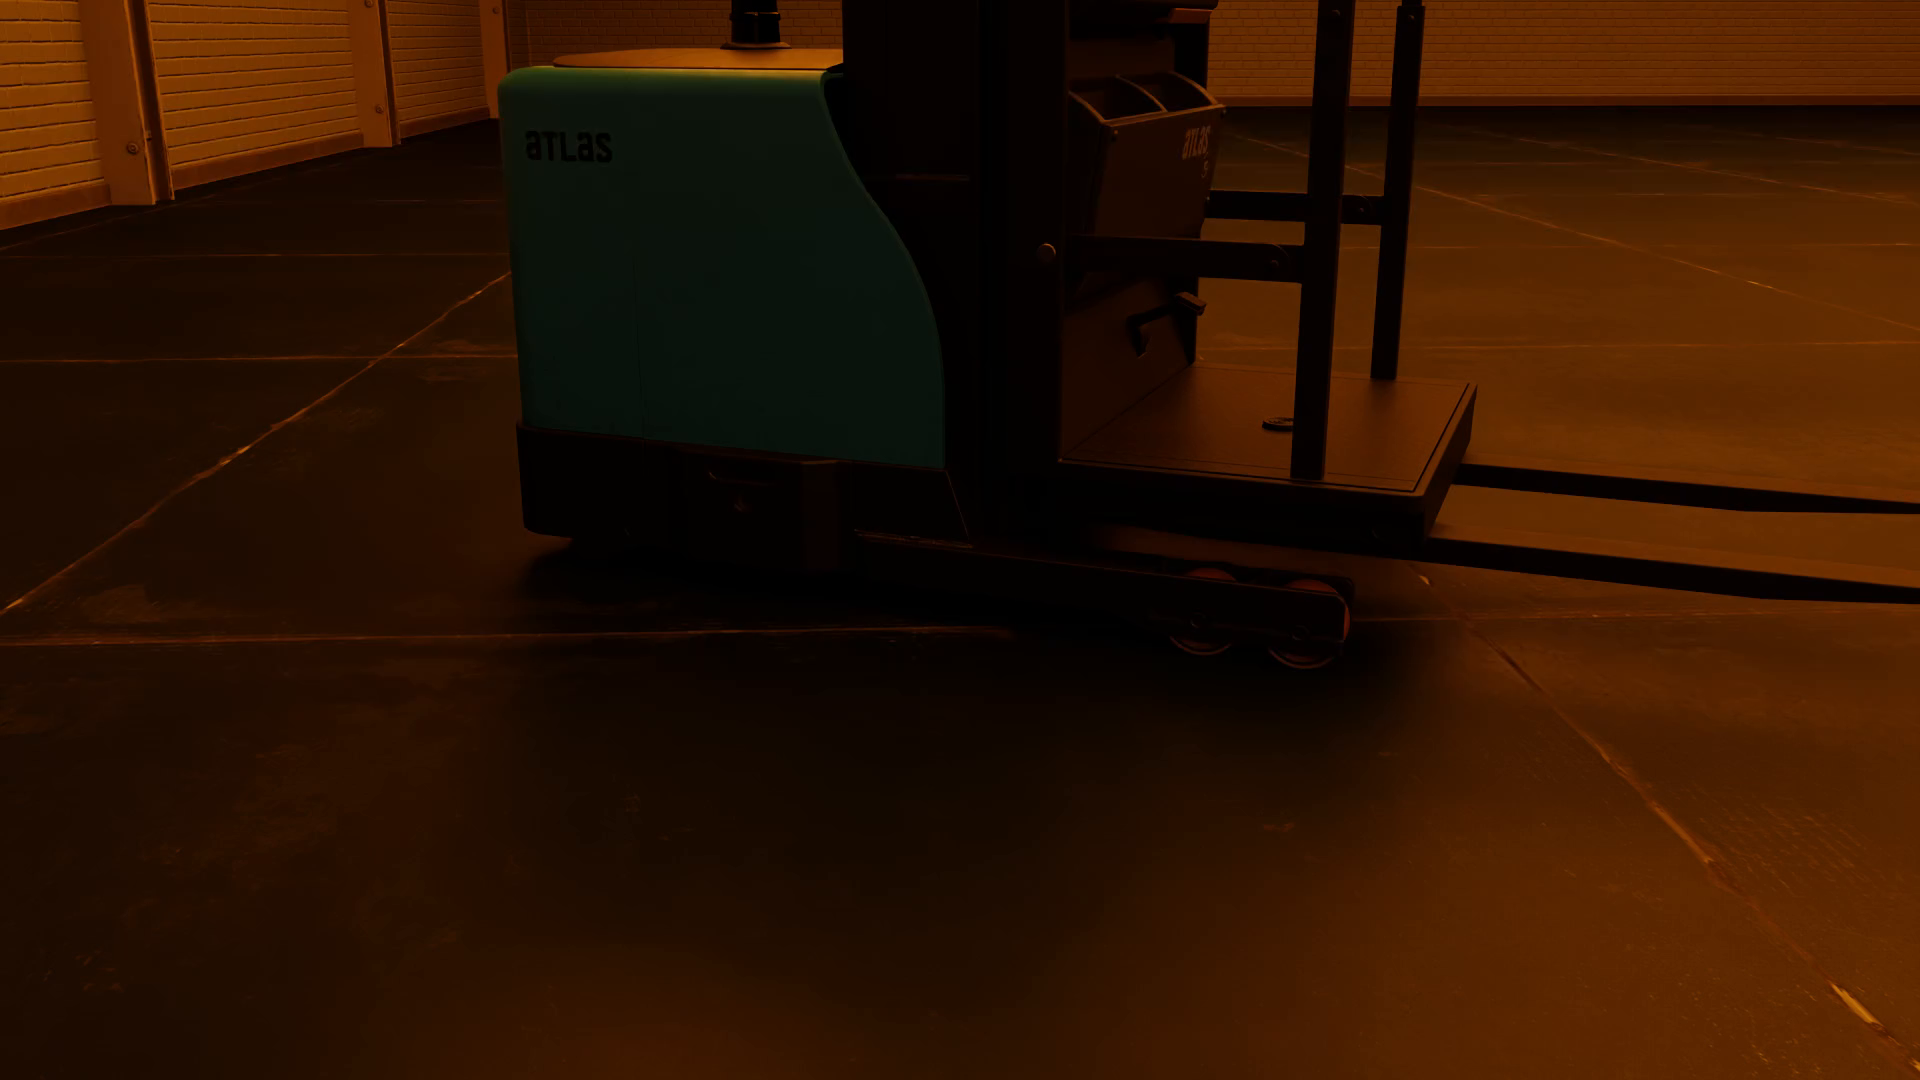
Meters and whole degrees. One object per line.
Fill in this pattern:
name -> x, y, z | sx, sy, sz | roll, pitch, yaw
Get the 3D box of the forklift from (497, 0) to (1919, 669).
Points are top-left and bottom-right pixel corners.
forklift -> 0.575, -1.335, 3.271 | 3.031, 2.935, 1.130 | 7, 18, 21
